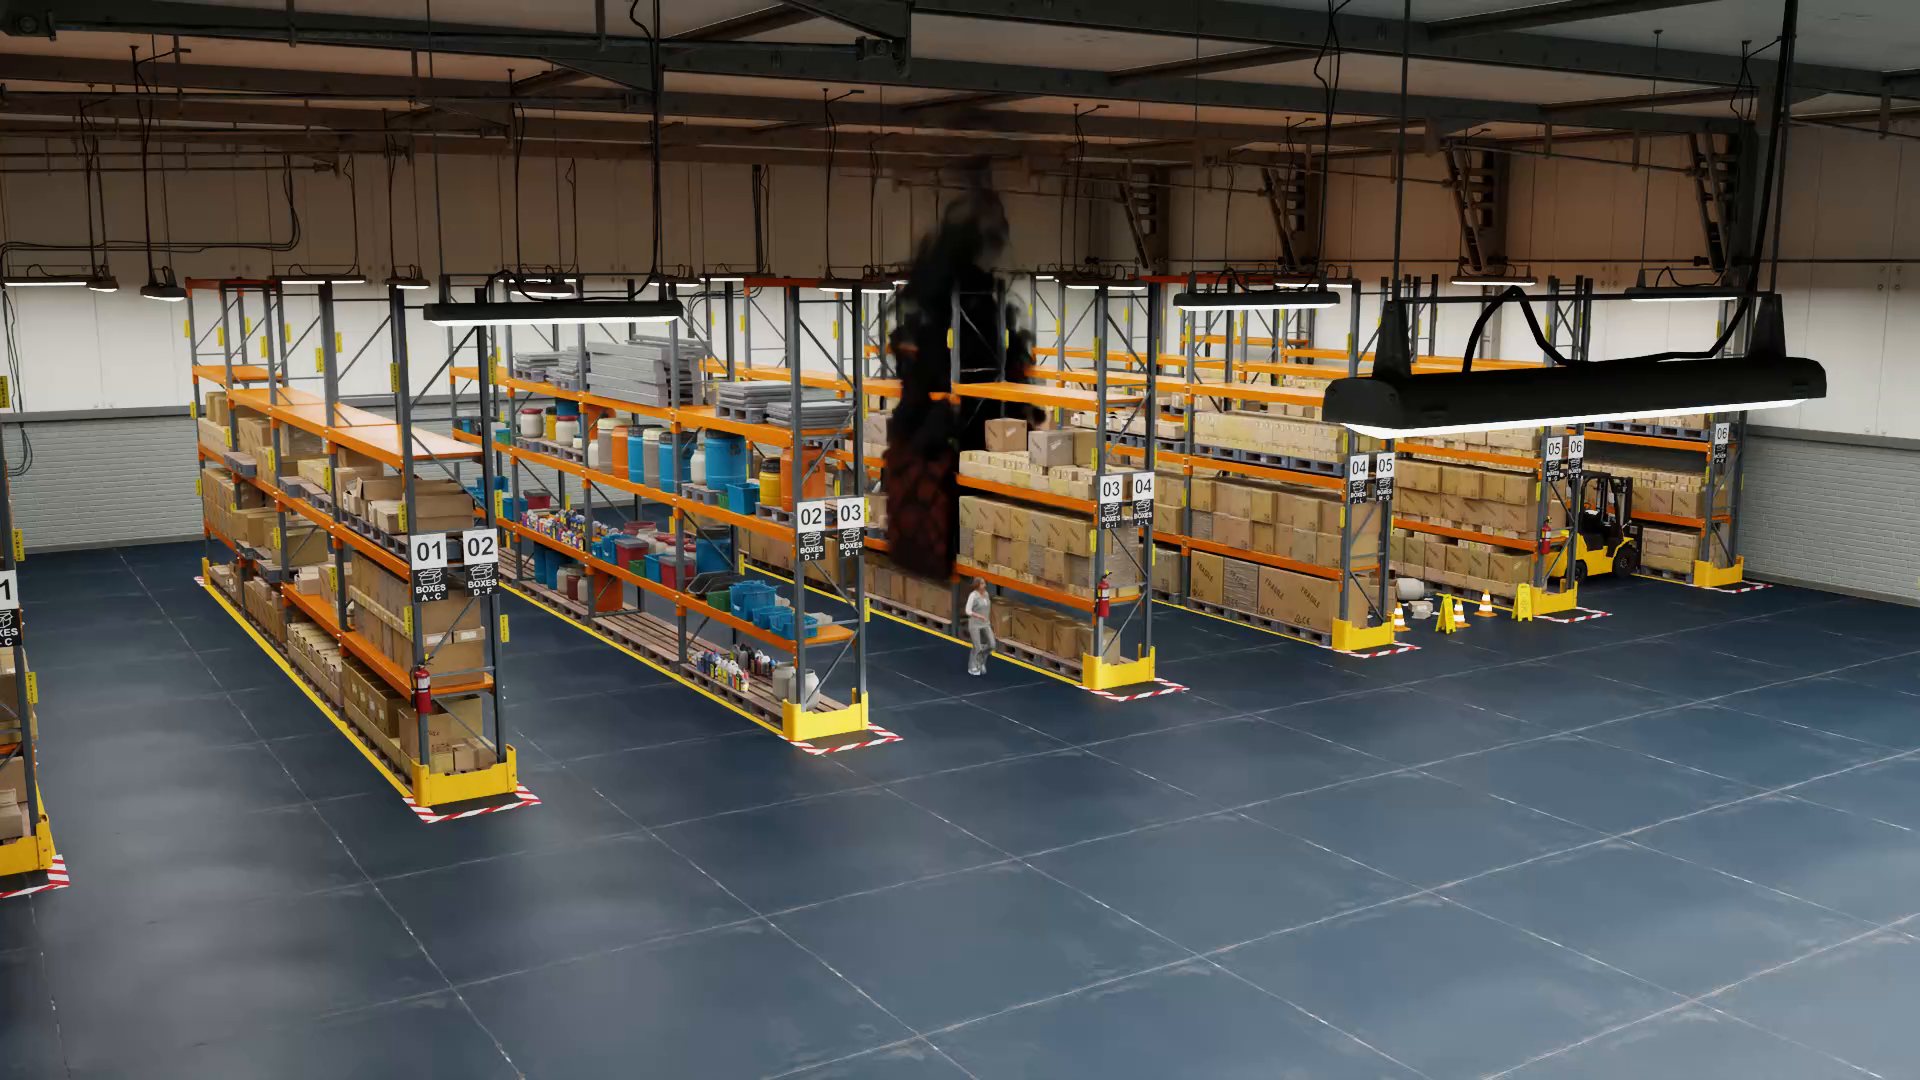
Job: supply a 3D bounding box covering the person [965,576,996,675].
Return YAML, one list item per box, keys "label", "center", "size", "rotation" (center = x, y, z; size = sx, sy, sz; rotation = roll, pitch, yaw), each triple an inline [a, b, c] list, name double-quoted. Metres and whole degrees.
- label: "person"
  center: [0.314, 1.321, 25.379]
  size: [0.541, 1.568, 0.604]
  rotation: [-7, 12, -37]

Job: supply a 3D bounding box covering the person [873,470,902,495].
- label: "person"
  center: [-1.624, -0.737, 37.144]
  size: [0.723, 1.741, 0.715]
  rotation: [-5, 11, -29]
